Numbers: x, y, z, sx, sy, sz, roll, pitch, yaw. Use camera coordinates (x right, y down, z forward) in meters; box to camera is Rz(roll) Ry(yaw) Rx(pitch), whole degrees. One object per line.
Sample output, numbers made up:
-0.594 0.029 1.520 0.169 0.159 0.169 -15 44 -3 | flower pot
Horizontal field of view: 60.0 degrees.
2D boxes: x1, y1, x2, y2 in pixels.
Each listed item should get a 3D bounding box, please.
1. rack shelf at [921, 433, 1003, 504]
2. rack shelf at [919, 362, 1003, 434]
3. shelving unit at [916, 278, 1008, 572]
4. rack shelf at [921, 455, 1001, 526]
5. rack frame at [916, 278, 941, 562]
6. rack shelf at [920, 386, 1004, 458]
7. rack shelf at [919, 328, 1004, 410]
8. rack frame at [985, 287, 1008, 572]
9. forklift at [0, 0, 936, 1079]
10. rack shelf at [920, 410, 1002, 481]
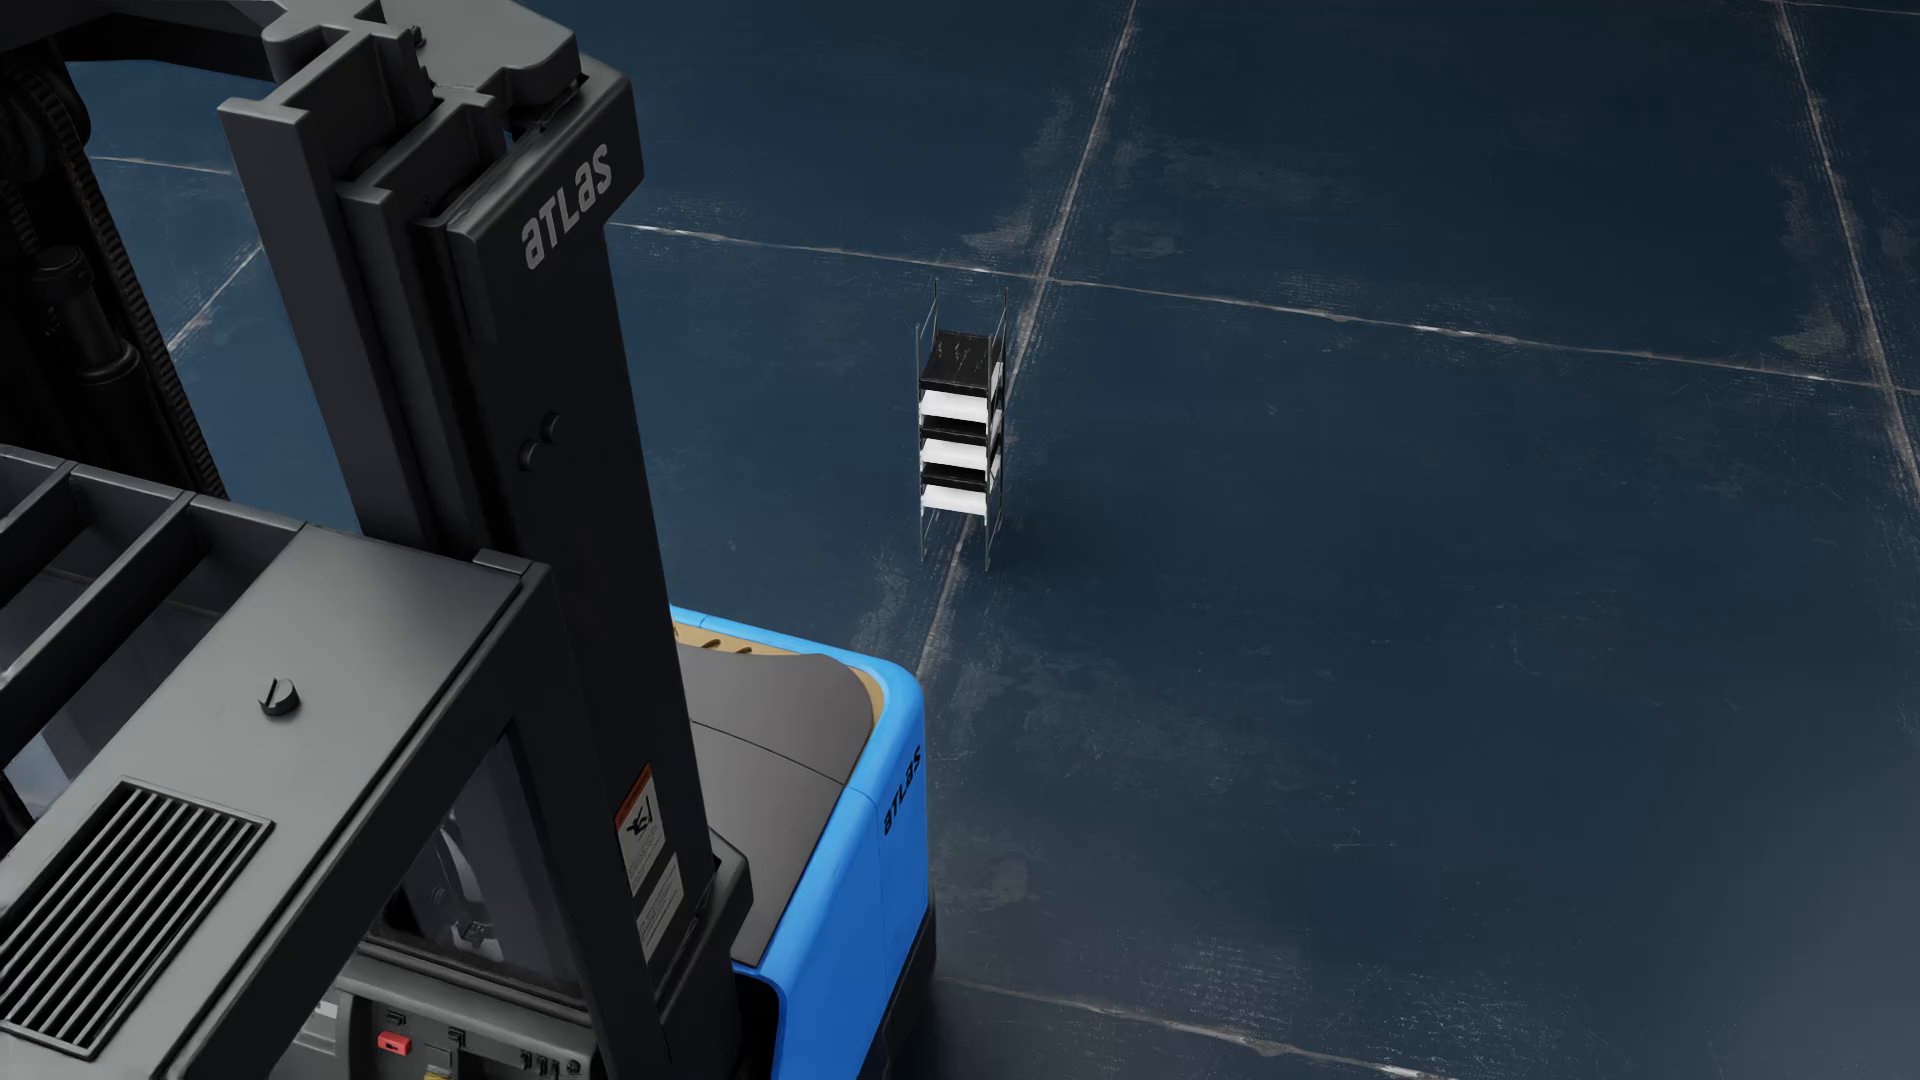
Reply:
0.008 -0.234 5.022 0.200 0.077 0.258 9 45 9 | rack shelf
0.008 -0.429 4.835 0.200 0.077 0.258 9 45 9 | rack shelf
0.008 -0.323 4.937 0.210 0.900 0.258 9 45 9 | shelving unit
0.008 -0.169 5.085 0.200 0.077 0.258 9 45 9 | rack shelf
-0.091 -0.338 4.953 0.006 0.900 0.240 9 45 9 | rack frame
0.008 -0.364 4.897 0.200 0.077 0.258 9 45 9 | rack shelf
0.008 -0.493 4.773 0.200 0.077 0.258 9 45 9 | rack shelf
0.107 -0.308 4.921 0.006 0.900 0.240 9 45 9 | rack frame
-1.013 0.845 2.259 1.130 2.935 3.031 13 45 13 | forklift
0.008 -0.299 4.960 0.200 0.077 0.258 9 45 9 | rack shelf
